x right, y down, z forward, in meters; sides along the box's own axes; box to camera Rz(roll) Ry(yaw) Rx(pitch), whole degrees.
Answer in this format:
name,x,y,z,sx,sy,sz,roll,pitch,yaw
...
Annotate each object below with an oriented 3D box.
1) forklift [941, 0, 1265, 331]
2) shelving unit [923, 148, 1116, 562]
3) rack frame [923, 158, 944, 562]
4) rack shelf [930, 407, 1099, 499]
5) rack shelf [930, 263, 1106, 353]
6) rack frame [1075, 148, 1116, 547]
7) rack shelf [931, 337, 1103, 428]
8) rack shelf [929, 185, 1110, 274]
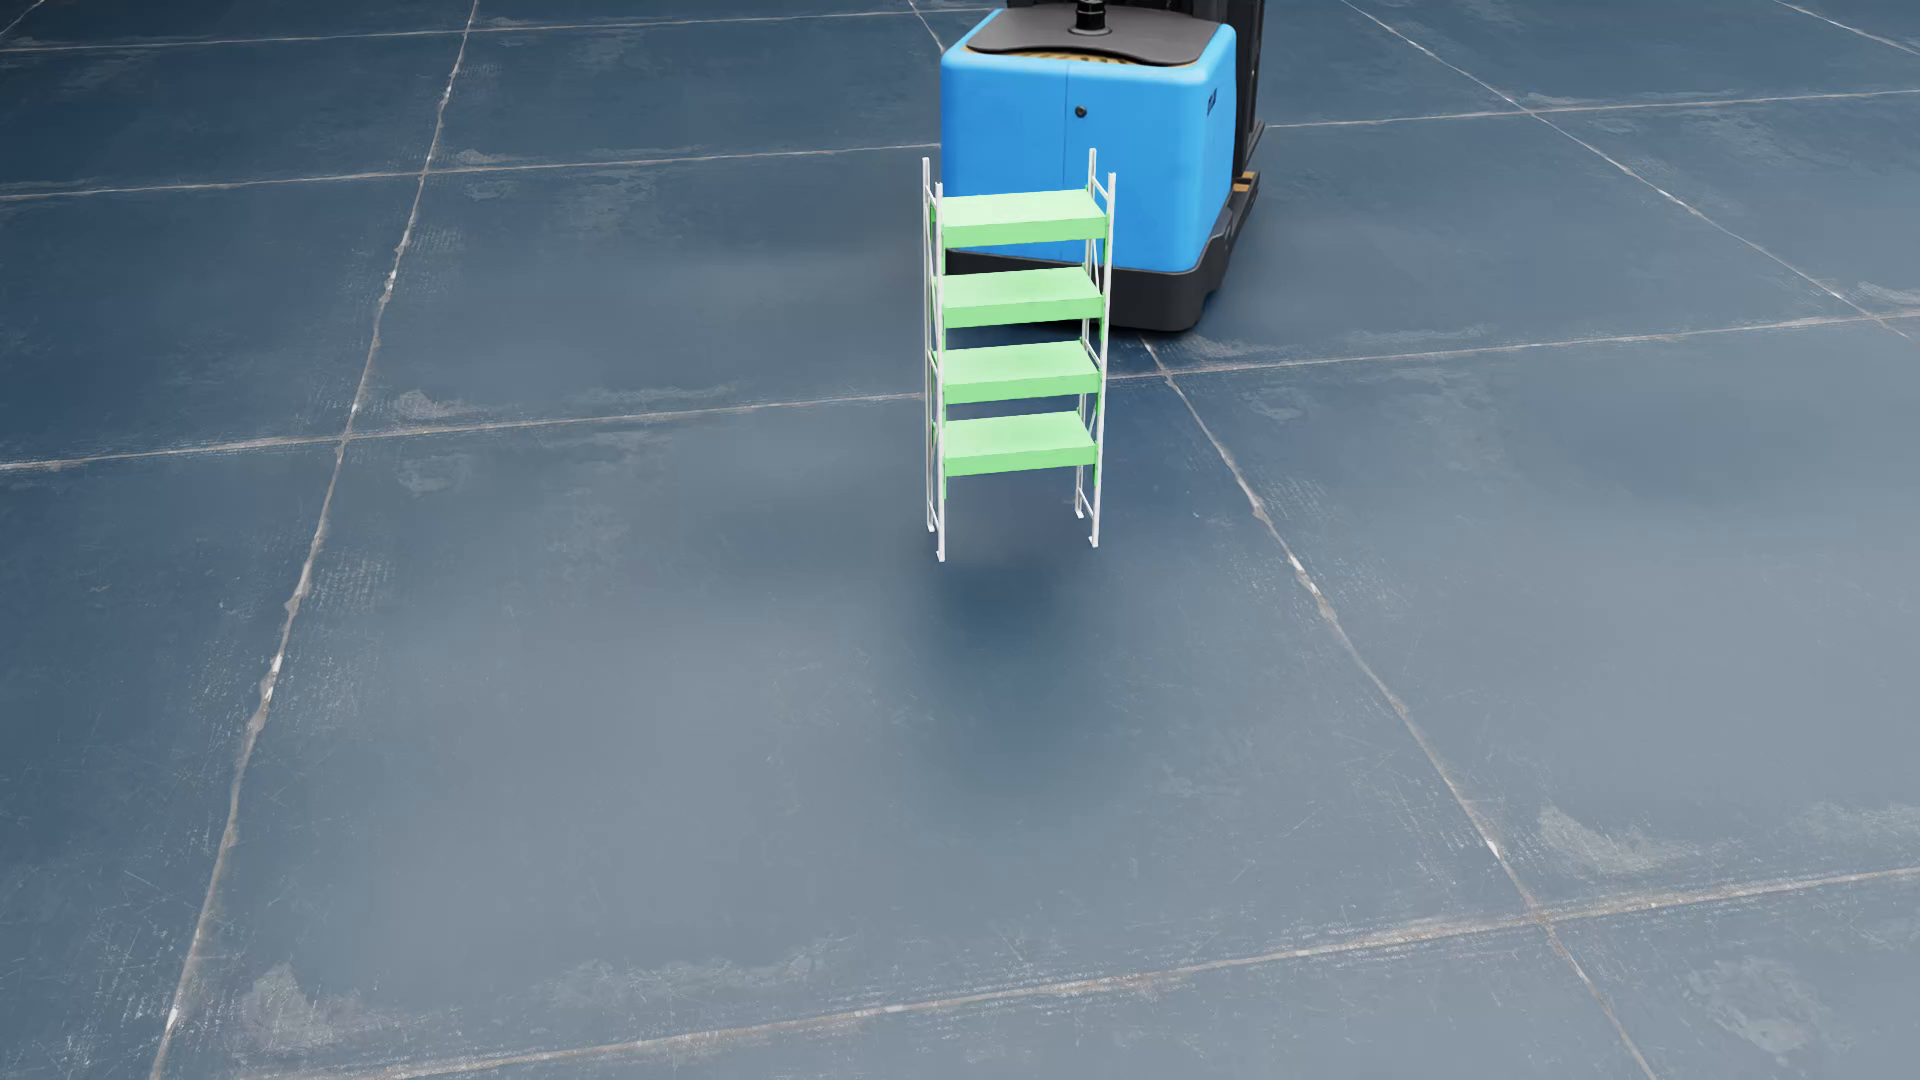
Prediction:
name,x,y,z,sx,sy,sz,roll,pitch,yaw
forklift,0.810,-2.814,7.143,1.130,2.935,3.031,8,31,14
shelving unit,0.163,-0.532,4.972,0.503,1.200,0.258,-5,31,-9
rack frame,-0.077,-0.510,4.934,0.015,1.200,0.240,-5,31,-9
rack shelf,0.163,-0.270,5.126,0.480,0.148,0.258,-5,31,-9
rack shelf,0.163,-0.684,4.882,0.480,0.148,0.258,-5,31,-9
rack frame,0.403,-0.555,5.009,0.015,1.200,0.240,-5,31,-9
rack shelf,0.163,-0.477,5.004,0.480,0.148,0.258,-5,31,-9
rack shelf,0.163,-0.891,4.761,0.480,0.148,0.258,-5,31,-9
